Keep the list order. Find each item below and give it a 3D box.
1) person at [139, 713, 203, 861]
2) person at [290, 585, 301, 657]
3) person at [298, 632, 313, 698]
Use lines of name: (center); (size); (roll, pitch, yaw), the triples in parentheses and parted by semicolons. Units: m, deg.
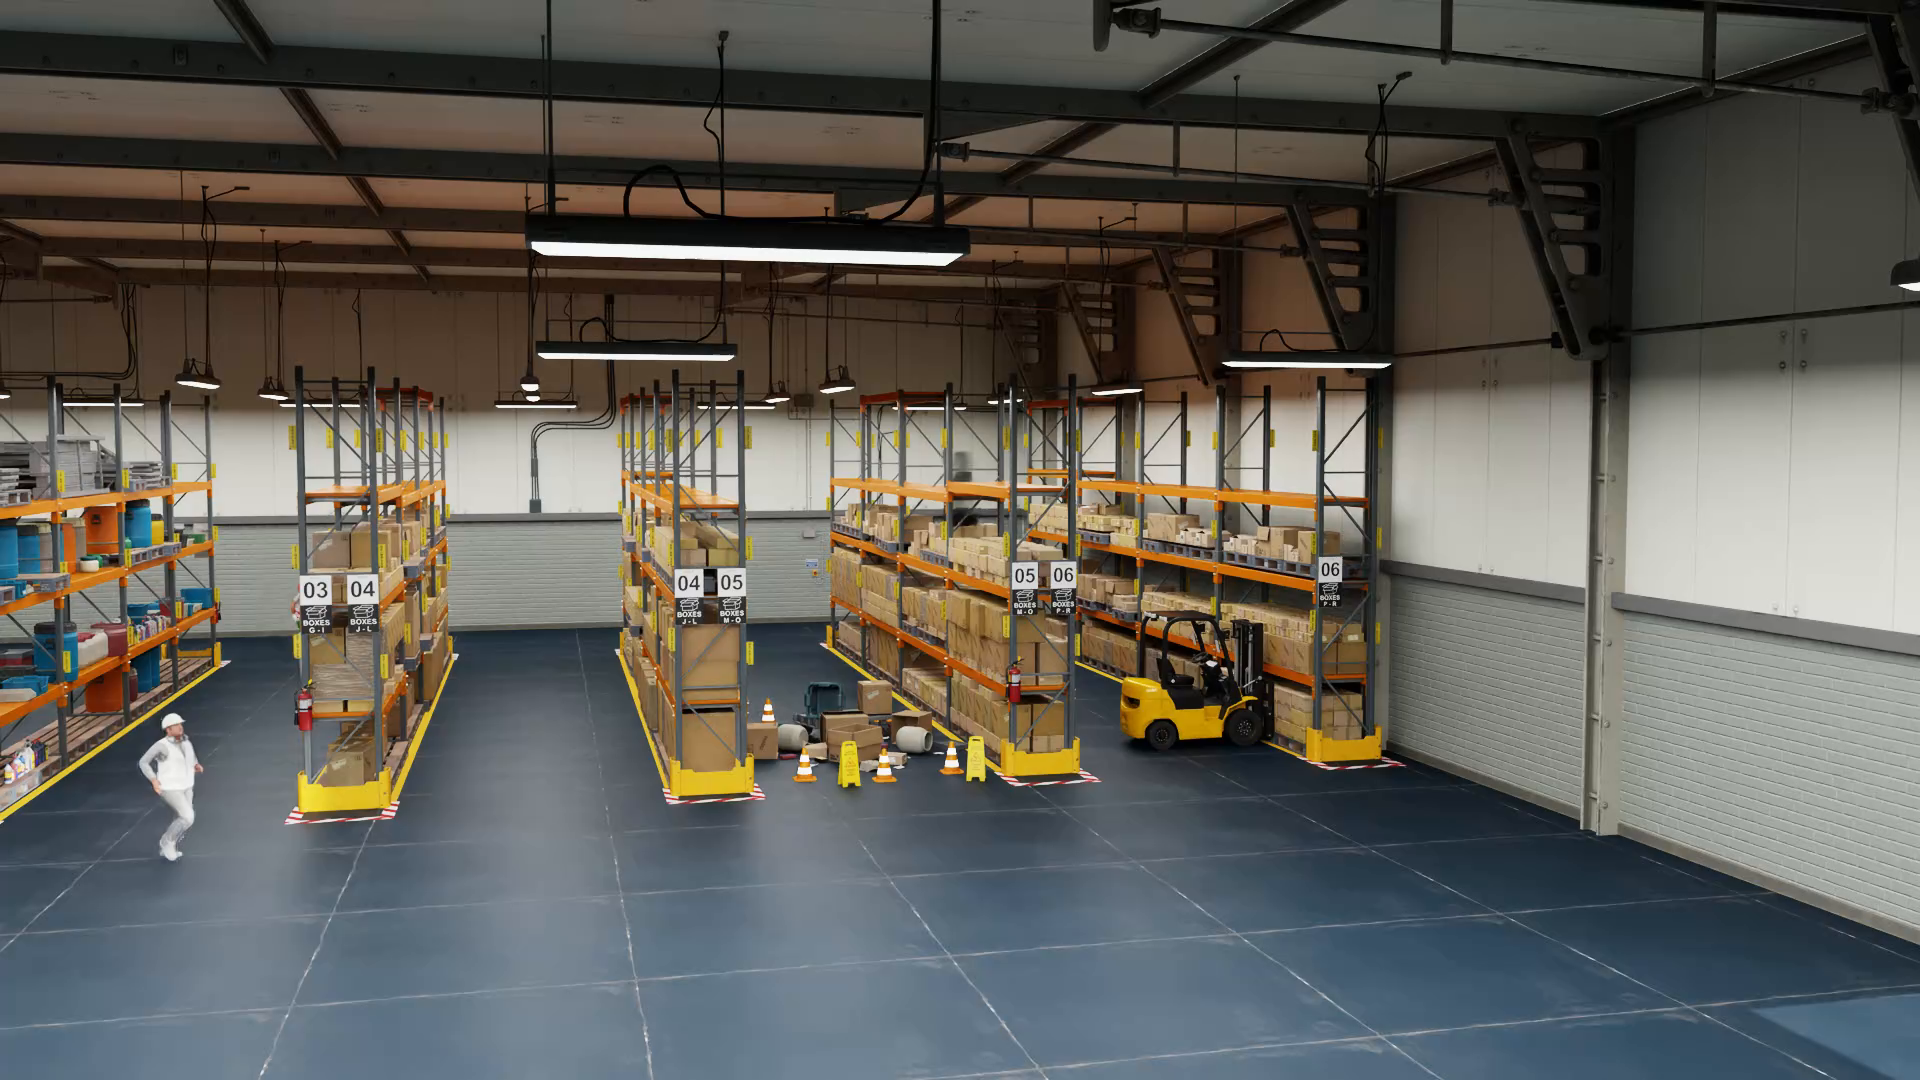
person: (-9.298, 2.936, 19.770); (0.659, 1.740, 0.640); (1, 4, 16)
person: (-15.143, 1.837, 38.443); (0.616, 1.732, 0.661); (-1, 3, -12)
person: (-12.495, 2.293, 31.925); (0.565, 1.630, 0.572); (0, 3, -7)
